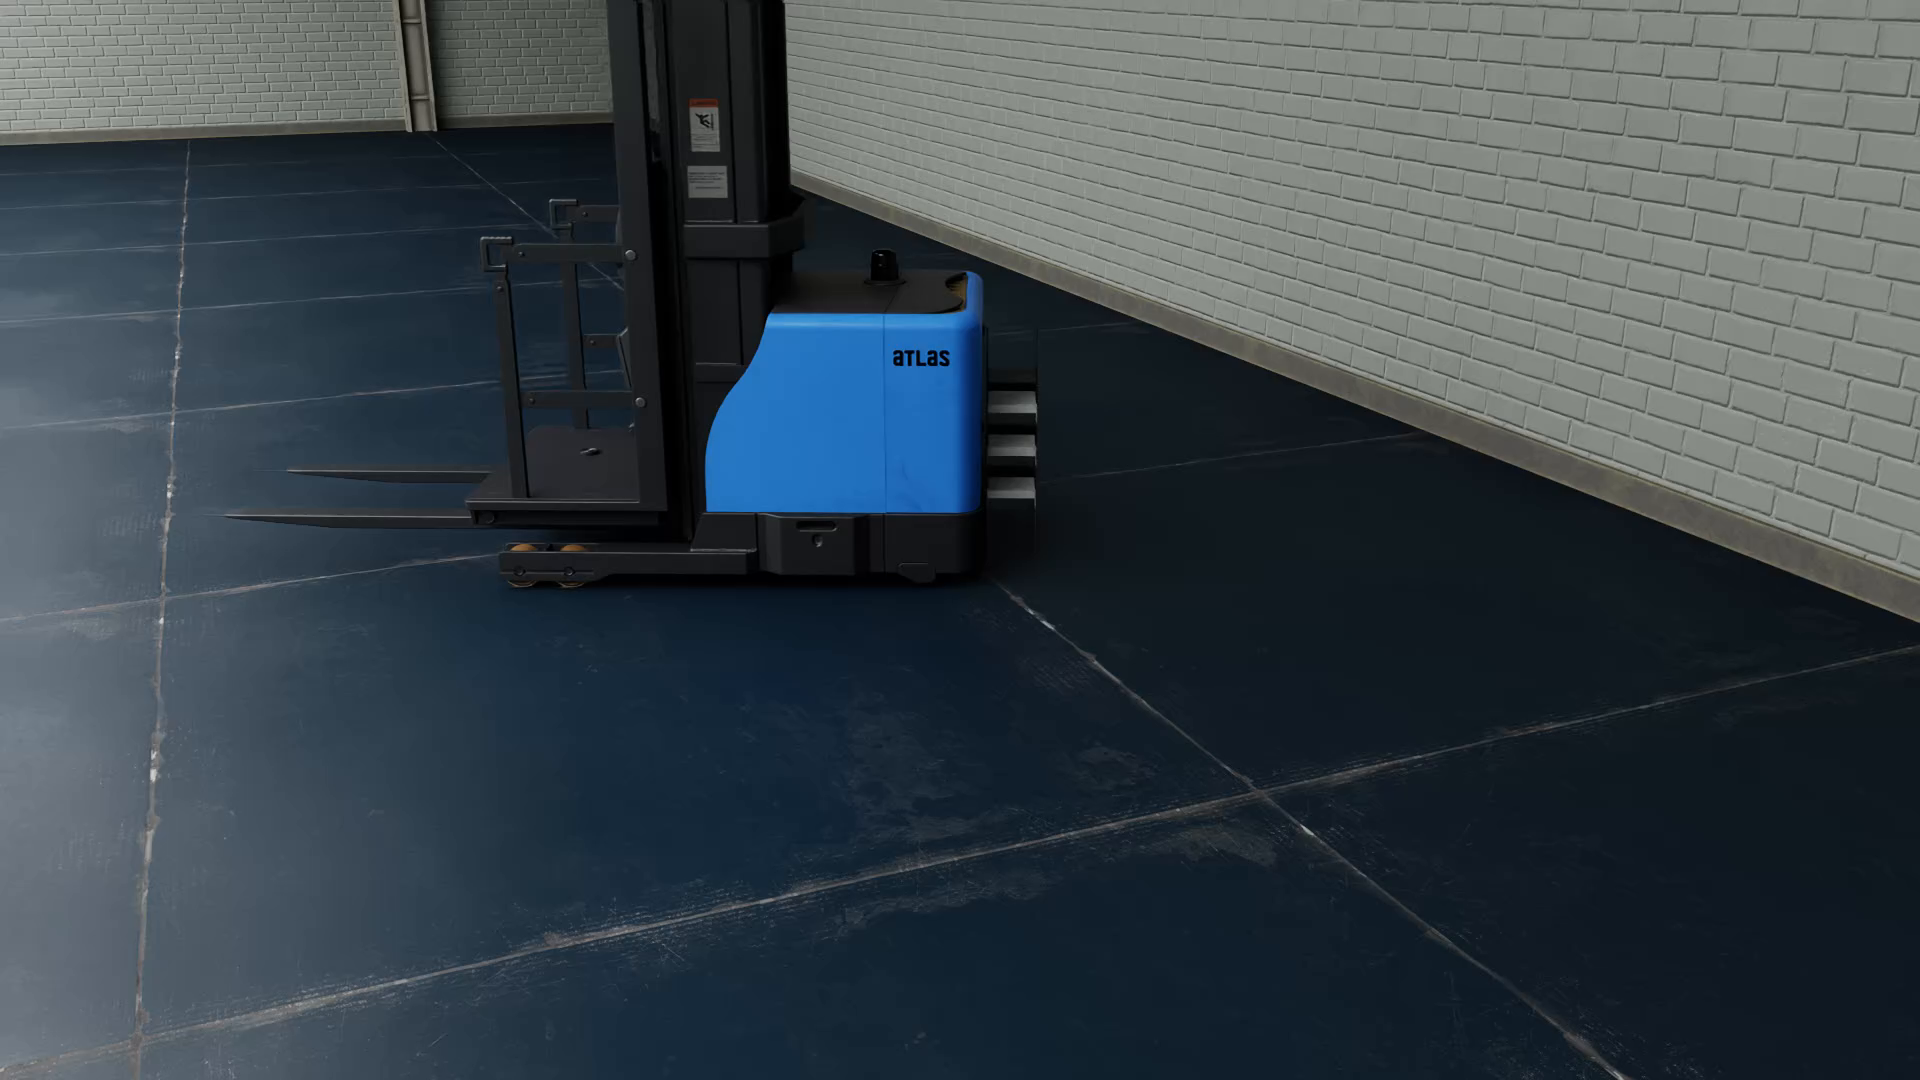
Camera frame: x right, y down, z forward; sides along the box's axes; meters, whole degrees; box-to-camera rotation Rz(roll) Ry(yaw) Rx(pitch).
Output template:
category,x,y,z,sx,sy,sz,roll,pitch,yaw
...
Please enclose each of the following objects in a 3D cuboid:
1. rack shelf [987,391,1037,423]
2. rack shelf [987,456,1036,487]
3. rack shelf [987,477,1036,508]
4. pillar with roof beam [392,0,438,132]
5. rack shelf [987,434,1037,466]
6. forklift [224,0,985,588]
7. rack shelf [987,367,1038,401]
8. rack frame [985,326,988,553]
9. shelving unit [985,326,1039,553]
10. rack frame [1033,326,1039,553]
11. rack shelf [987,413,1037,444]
category,x,y,z,sx,sy,sz,roll,pitch,yaw
rack shelf,0.212,-0.550,6.786,0.200,0.077,0.258,0,19,1
rack shelf,0.212,-0.295,6.876,0.200,0.077,0.258,0,19,1
rack shelf,0.212,-0.210,6.906,0.200,0.077,0.258,0,19,1
pillar with roof beam,-5.858,-8.688,18.147,0.400,9.000,9.100,-8,21,-22
rack shelf,0.212,-0.380,6.846,0.200,0.077,0.258,0,19,1
forklift,-1.414,-1.370,6.498,3.031,2.935,1.130,0,19,1
rack shelf,0.212,-0.634,6.756,0.200,0.077,0.258,0,19,1
rack frame,0.110,-0.412,6.837,0.006,0.900,0.240,0,19,1
shelving unit,0.212,-0.411,6.835,0.210,0.900,0.258,0,19,1
rack frame,0.314,-0.410,6.833,0.006,0.900,0.240,0,19,1
rack shelf,0.212,-0.465,6.816,0.200,0.077,0.258,0,19,1
